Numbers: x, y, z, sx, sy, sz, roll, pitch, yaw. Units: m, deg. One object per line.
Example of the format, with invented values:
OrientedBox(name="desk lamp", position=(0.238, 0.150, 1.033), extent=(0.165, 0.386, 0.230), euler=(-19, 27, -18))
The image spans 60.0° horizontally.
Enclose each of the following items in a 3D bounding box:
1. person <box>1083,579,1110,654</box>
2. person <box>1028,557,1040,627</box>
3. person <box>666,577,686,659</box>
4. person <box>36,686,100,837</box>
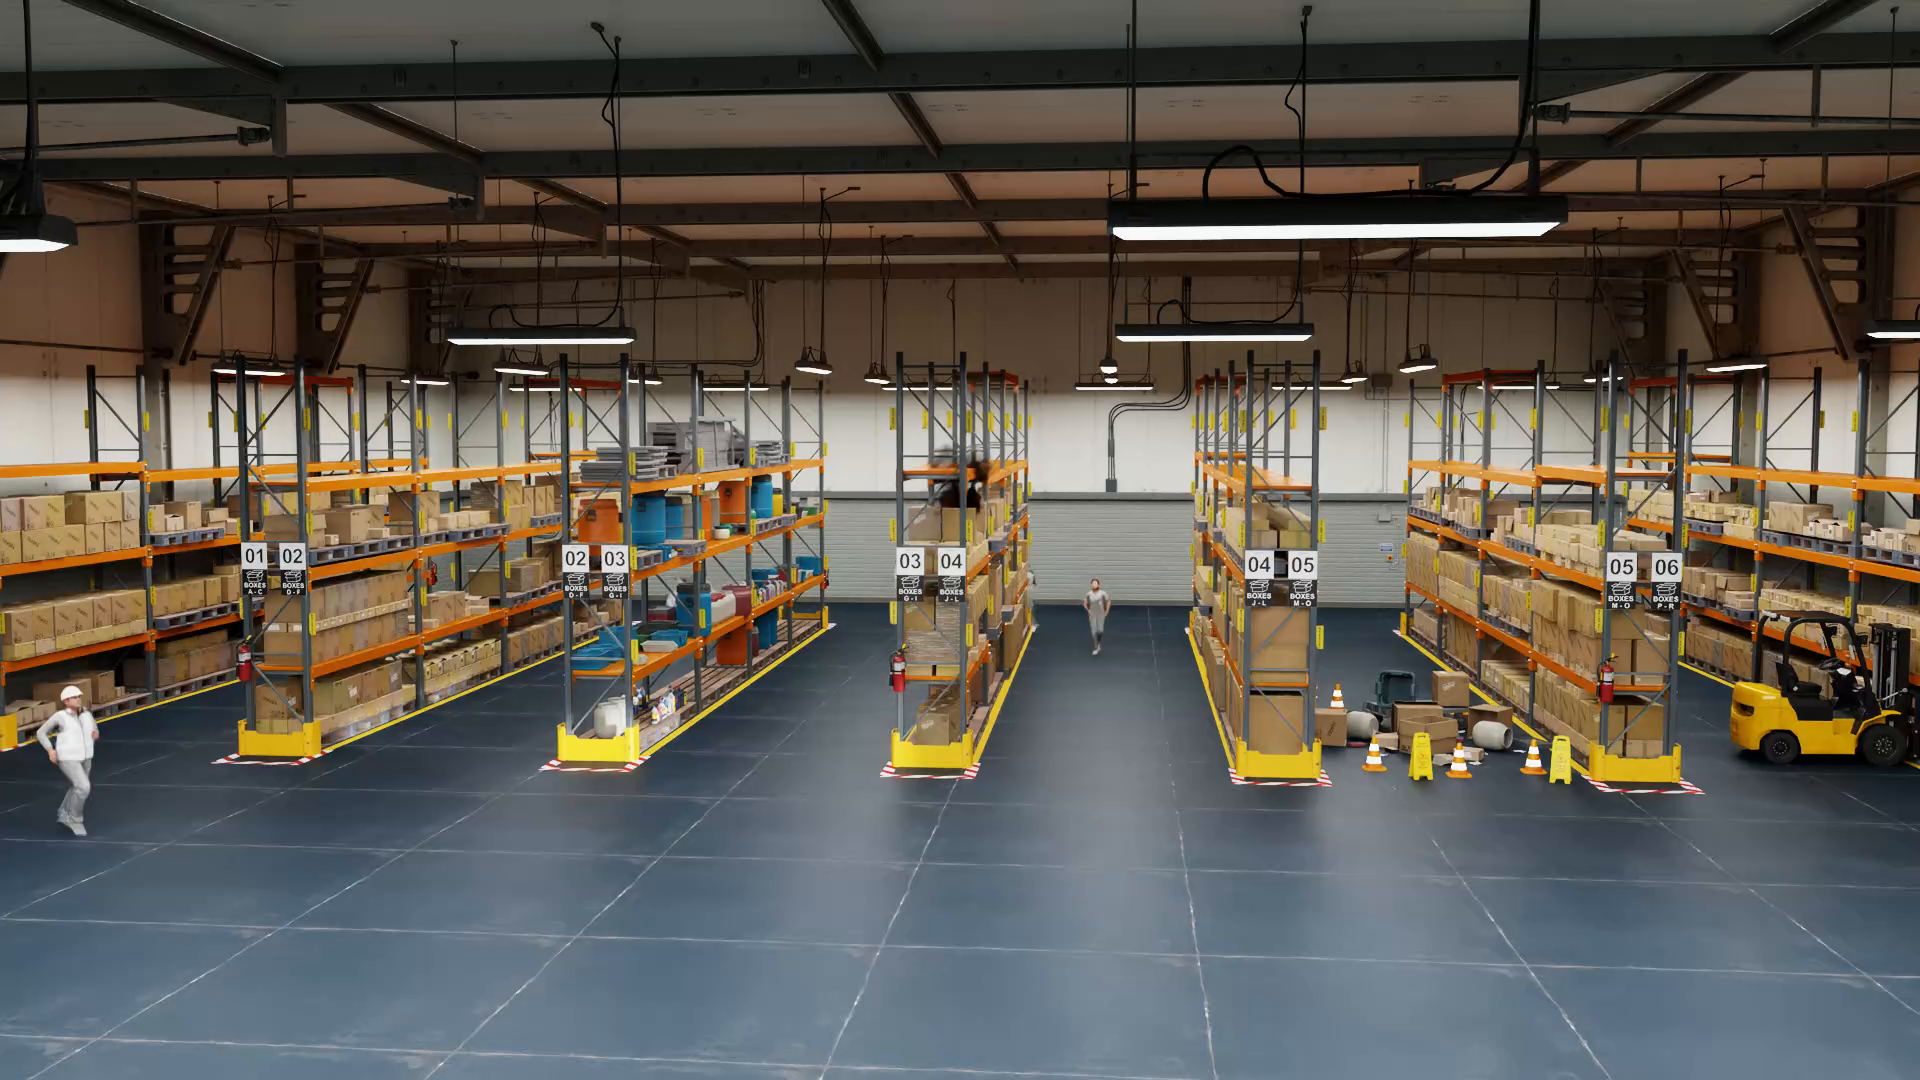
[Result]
OrientedBox(name="person", position=(2.932, 1.652, 35.720), extent=(0.577, 1.629, 0.520), euler=(1, 4, 7))
OrientedBox(name="person", position=(1.592, 1.265, 40.888), extent=(0.903, 1.717, 0.618), euler=(2, 5, 26))
OrientedBox(name="person", position=(-5.950, 1.647, 35.384), extent=(0.578, 1.748, 0.732), euler=(1, 4, 8))
OrientedBox(name="person", position=(-10.765, 2.687, 20.230), extent=(0.744, 1.824, 0.624), euler=(1, 4, 19))
